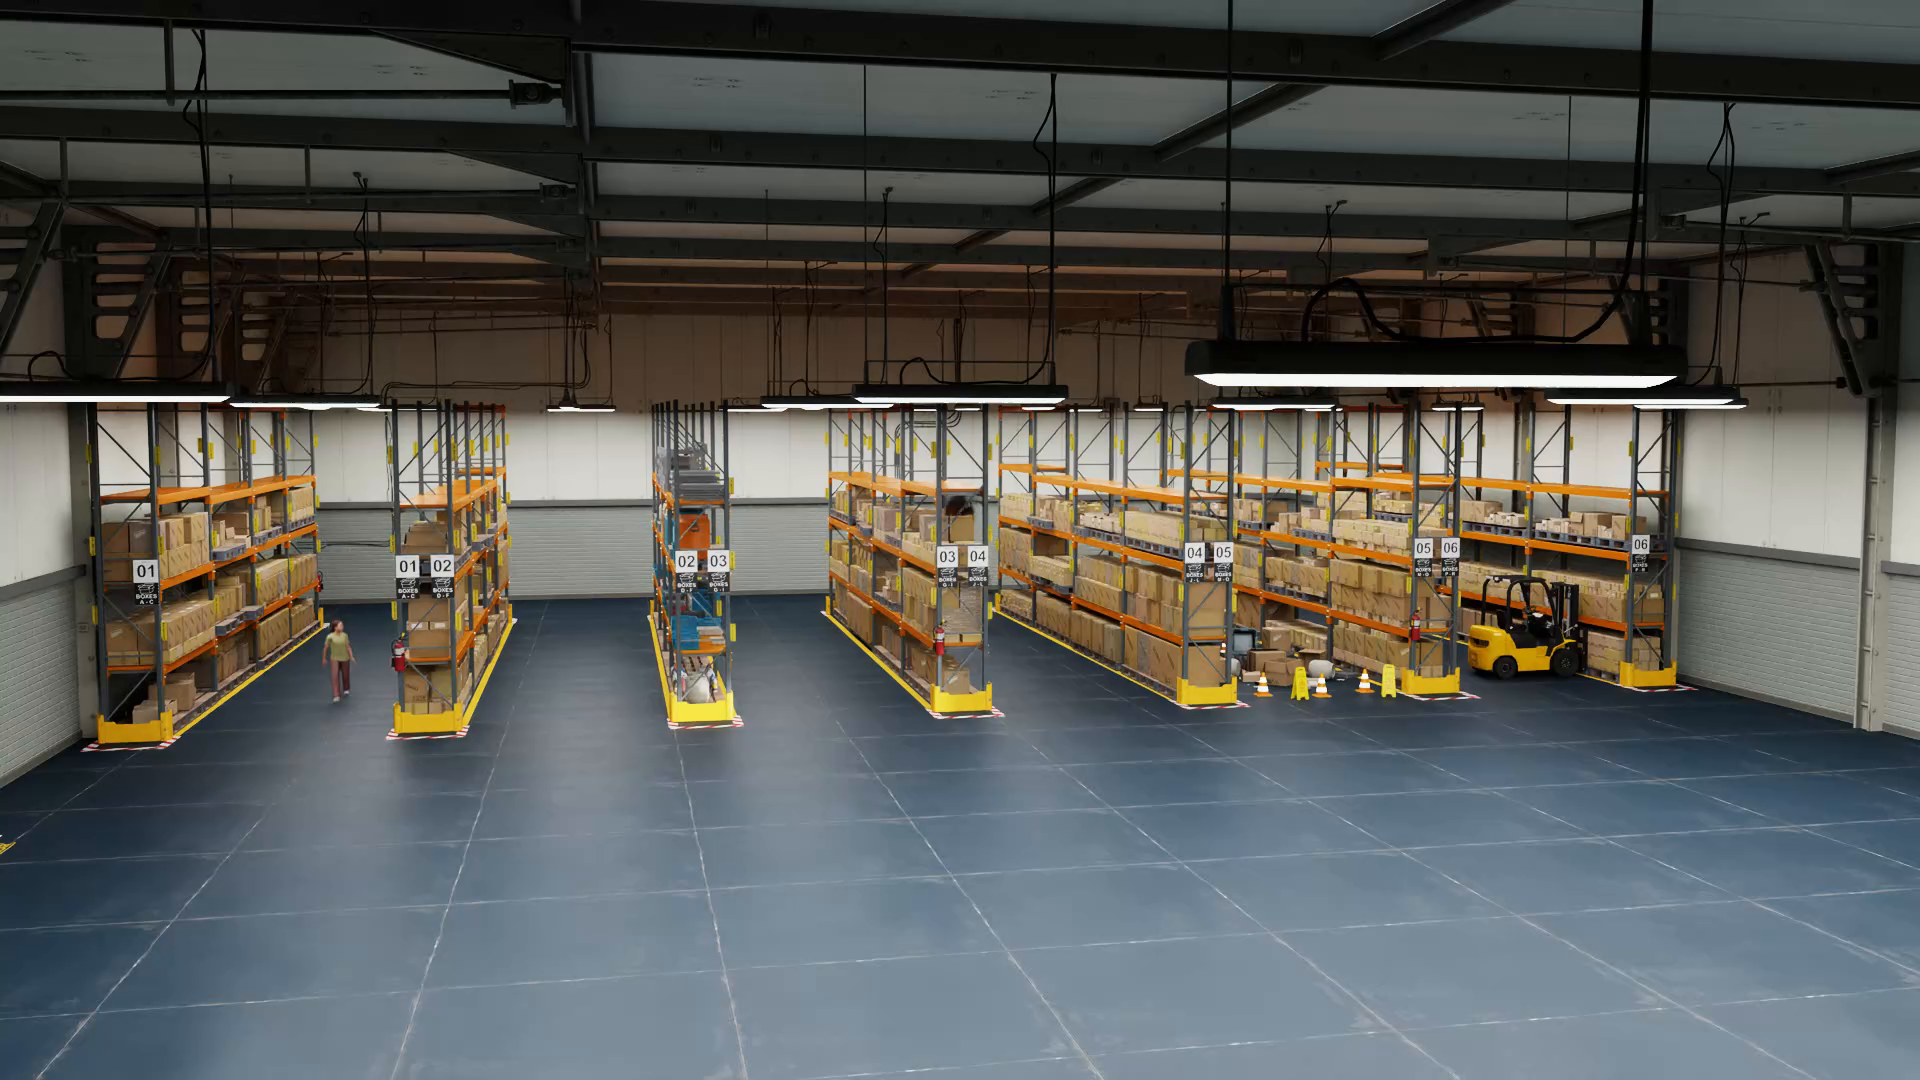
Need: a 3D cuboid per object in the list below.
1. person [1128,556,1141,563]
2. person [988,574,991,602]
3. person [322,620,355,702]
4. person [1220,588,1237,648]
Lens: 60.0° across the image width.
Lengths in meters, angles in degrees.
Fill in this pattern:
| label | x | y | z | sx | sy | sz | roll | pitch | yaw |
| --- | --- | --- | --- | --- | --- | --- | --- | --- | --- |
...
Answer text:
| label | x | y | z | sx | sy | sz | roll | pitch | yaw |
| --- | --- | --- | --- | --- | --- | --- | --- | --- | --- |
| person | 5.285 | 1.019 | 50.572 | 0.619 | 1.805 | 0.391 | -3 | 5 | -35 |
| person | 0.578 | 1.503 | 44.495 | 0.390 | 1.725 | 0.605 | -3 | 5 | -34 |
| person | -12.461 | 2.402 | 33.341 | 0.624 | 1.621 | 1.064 | -1 | 4 | -16 |
| person | 6.561 | 1.773 | 40.679 | 0.374 | 1.765 | 0.634 | 0 | 4 | -7 |
